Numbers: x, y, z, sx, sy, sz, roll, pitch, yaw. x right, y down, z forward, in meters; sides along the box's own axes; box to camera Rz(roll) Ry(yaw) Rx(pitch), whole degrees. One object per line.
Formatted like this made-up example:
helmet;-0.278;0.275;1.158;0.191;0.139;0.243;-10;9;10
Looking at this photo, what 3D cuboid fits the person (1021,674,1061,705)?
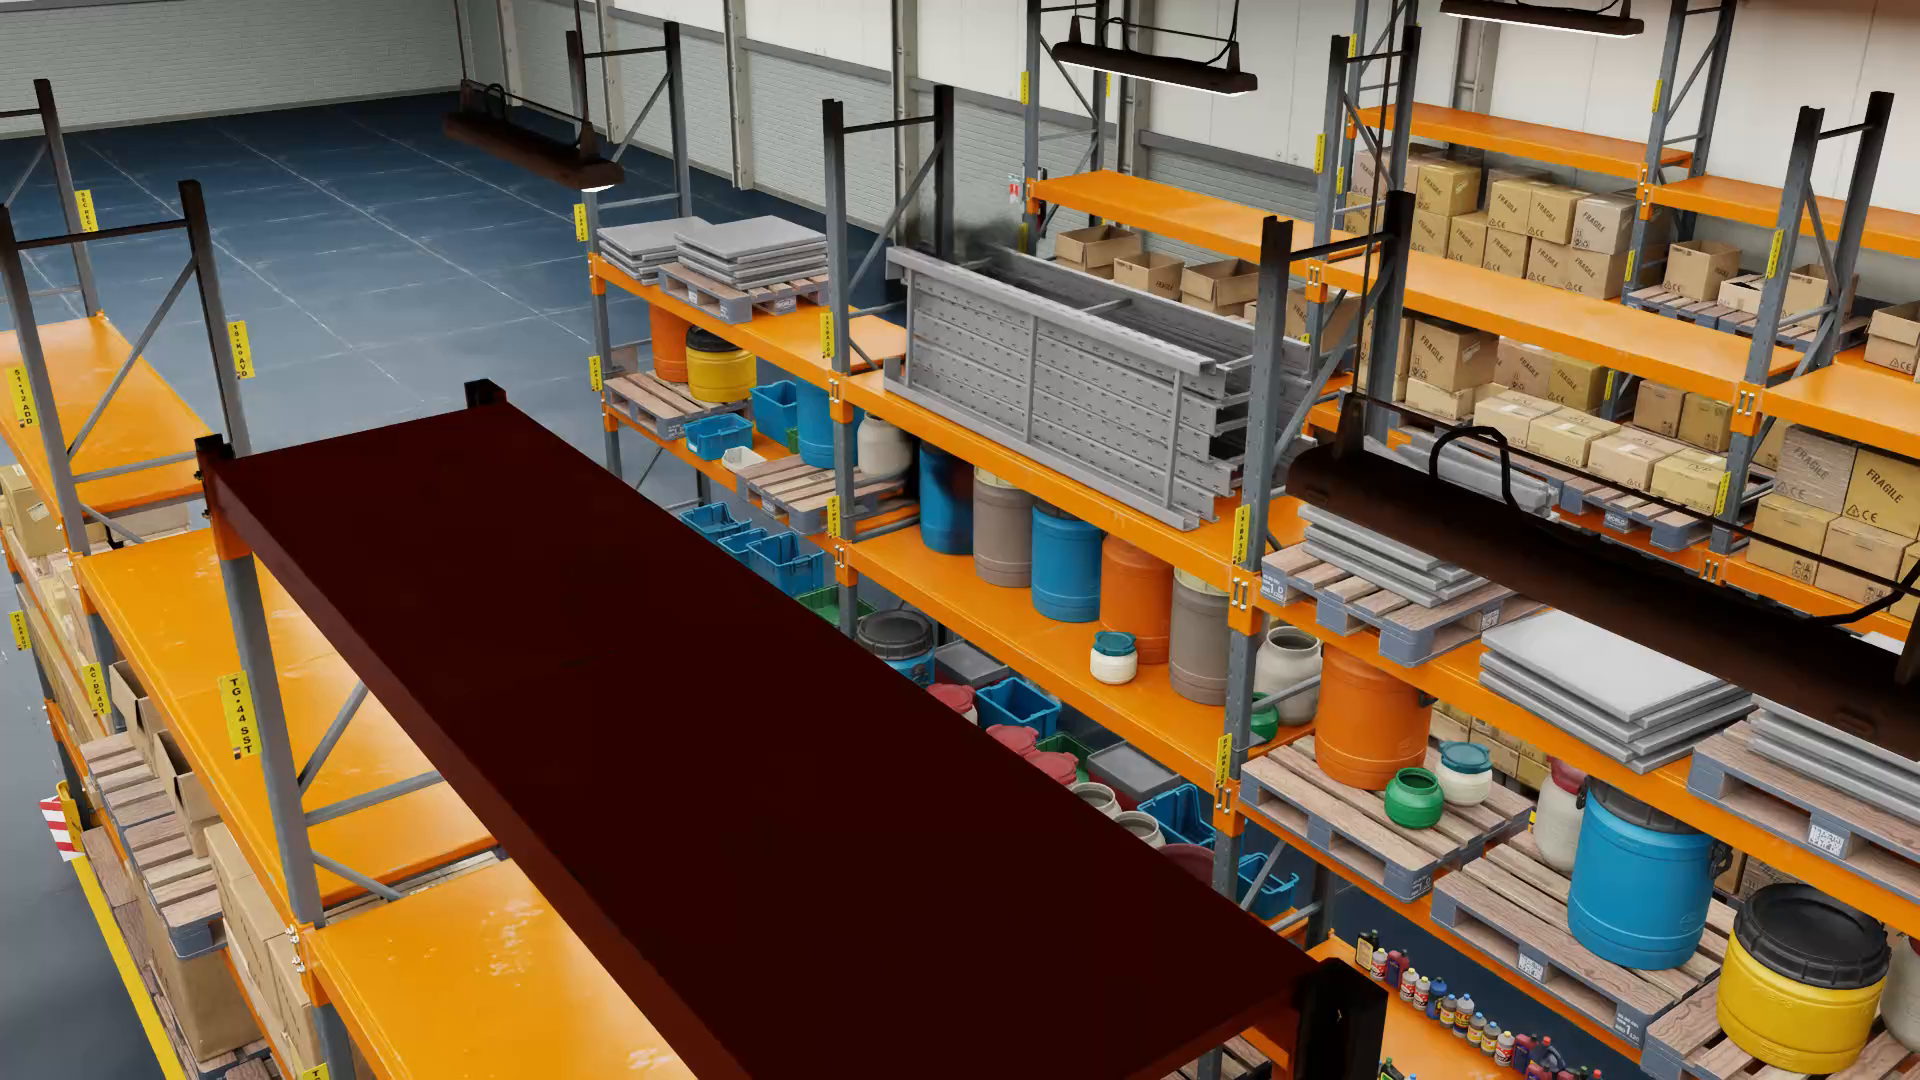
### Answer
person;0.673;0.791;15.210;0.704;1.834;0.745;-19;31;-36
